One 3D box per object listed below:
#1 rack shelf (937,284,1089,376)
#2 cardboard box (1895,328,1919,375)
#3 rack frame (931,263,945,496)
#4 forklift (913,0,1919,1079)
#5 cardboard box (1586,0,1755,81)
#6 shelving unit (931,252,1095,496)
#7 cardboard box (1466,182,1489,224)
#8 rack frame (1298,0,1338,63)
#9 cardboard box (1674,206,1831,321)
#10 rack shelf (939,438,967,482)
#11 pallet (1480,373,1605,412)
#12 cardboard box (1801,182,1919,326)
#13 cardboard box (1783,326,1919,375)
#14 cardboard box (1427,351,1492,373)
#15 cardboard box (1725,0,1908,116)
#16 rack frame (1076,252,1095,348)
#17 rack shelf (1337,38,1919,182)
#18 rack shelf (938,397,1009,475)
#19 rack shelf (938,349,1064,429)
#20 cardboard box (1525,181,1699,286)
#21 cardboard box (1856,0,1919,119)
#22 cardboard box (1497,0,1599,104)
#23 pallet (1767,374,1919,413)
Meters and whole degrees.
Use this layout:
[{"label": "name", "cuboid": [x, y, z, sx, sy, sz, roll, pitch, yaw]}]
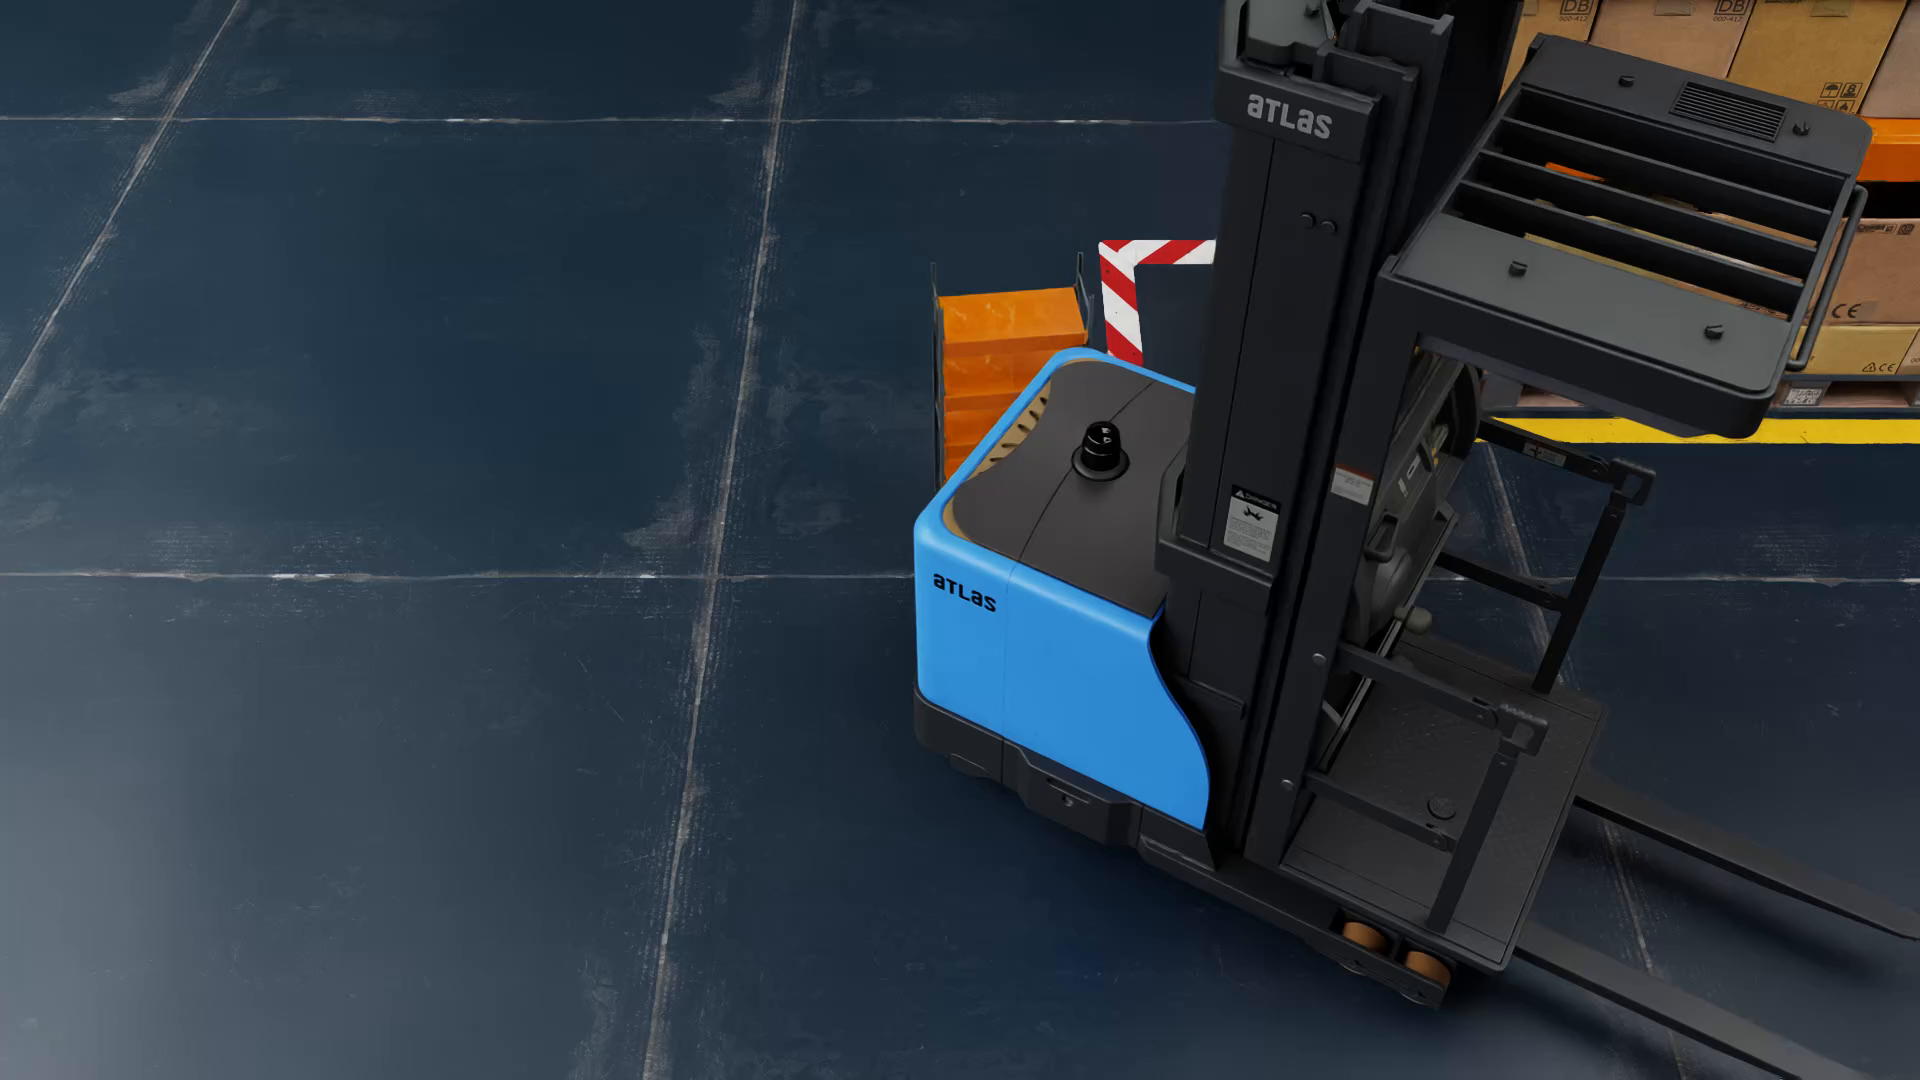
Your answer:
[{"label": "rack shelf", "cuboid": [0.169, -0.702, 5.546, 0.480, 0.148, 0.258, -5, 47, -5]}, {"label": "cardboard box", "cuboid": [3.943, -0.916, 6.645, 0.500, 0.250, 0.500, 0, 47, 0]}, {"label": "rack frame", "cuboid": [-0.074, -0.412, 5.813, 0.015, 1.200, 0.240, -5, 47, -5]}, {"label": "forklift", "cuboid": [1.380, -0.065, 4.308, 3.031, 2.935, 1.130, 23, 51, 20]}, {"label": "cardboard box", "cuboid": [2.399, -1.906, 5.907, 0.500, 0.500, 0.700, 1, 47, 1]}, {"label": "shelving unit", "cuboid": [0.169, -0.433, 5.832, 0.503, 1.200, 0.258, -5, 47, -5]}, {"label": "cardboard box", "cuboid": [1.945, -1.559, 6.731, 0.500, 0.500, 0.500, 0, 47, 0]}, {"label": "rack frame", "cuboid": [1.407, -1.880, 5.951, 0.127, 3.000, 1.000, 0, 47, 0]}, {"label": "cardboard box", "cuboid": [2.943, -1.186, 6.384, 0.500, 0.500, 0.500, 0, 47, 0]}, {"label": "rack shelf", "cuboid": [0.169, -0.251, 6.026, 0.480, 0.148, 0.258, -5, 47, -5]}, {"label": "pallet", "cuboid": [2.172, -0.959, 6.998, 1.213, 0.211, 1.003, 0, 47, 0]}, {"label": "cardboard box", "cuboid": [3.443, -1.172, 6.371, 0.500, 0.500, 0.500, 0, 47, 0]}, {"label": "cardboard box", "cuboid": [3.443, -0.917, 6.646, 0.500, 0.250, 0.500, 0, 47, 0]}, {"label": "cardboard box", "cuboid": [1.943, -0.922, 6.651, 0.500, 0.250, 0.500, 0, 47, 0]}, {"label": "cardboard box", "cuboid": [2.896, -1.900, 5.901, 0.500, 0.500, 0.700, 0, 47, 0]}, {"label": "rack frame", "cuboid": [0.411, -0.453, 5.851, 0.015, 1.200, 0.240, -5, 47, -5]}, {"label": "rack shelf", "cuboid": [3.407, -1.630, 6.209, 4.000, 0.370, 1.077, 0, 47, 0]}, {"label": "rack shelf", "cuboid": [0.169, -0.387, 5.881, 0.480, 0.148, 0.258, -5, 47, -5]}, {"label": "rack shelf", "cuboid": [0.169, -0.540, 5.718, 0.480, 0.148, 0.258, -5, 47, -5]}, {"label": "cardboard box", "cuboid": [2.443, -1.178, 6.376, 0.500, 0.500, 0.500, 0, 47, 0]}, {"label": "cardboard box", "cuboid": [3.422, -1.902, 5.903, 0.500, 0.500, 0.700, 1, 47, 1]}, {"label": "cardboard box", "cuboid": [1.874, -1.904, 5.905, 0.500, 0.500, 0.700, 0, 47, 0]}, {"label": "pallet", "cuboid": [3.389, -0.954, 6.993, 1.213, 0.211, 1.003, 0, 47, 0]}]
